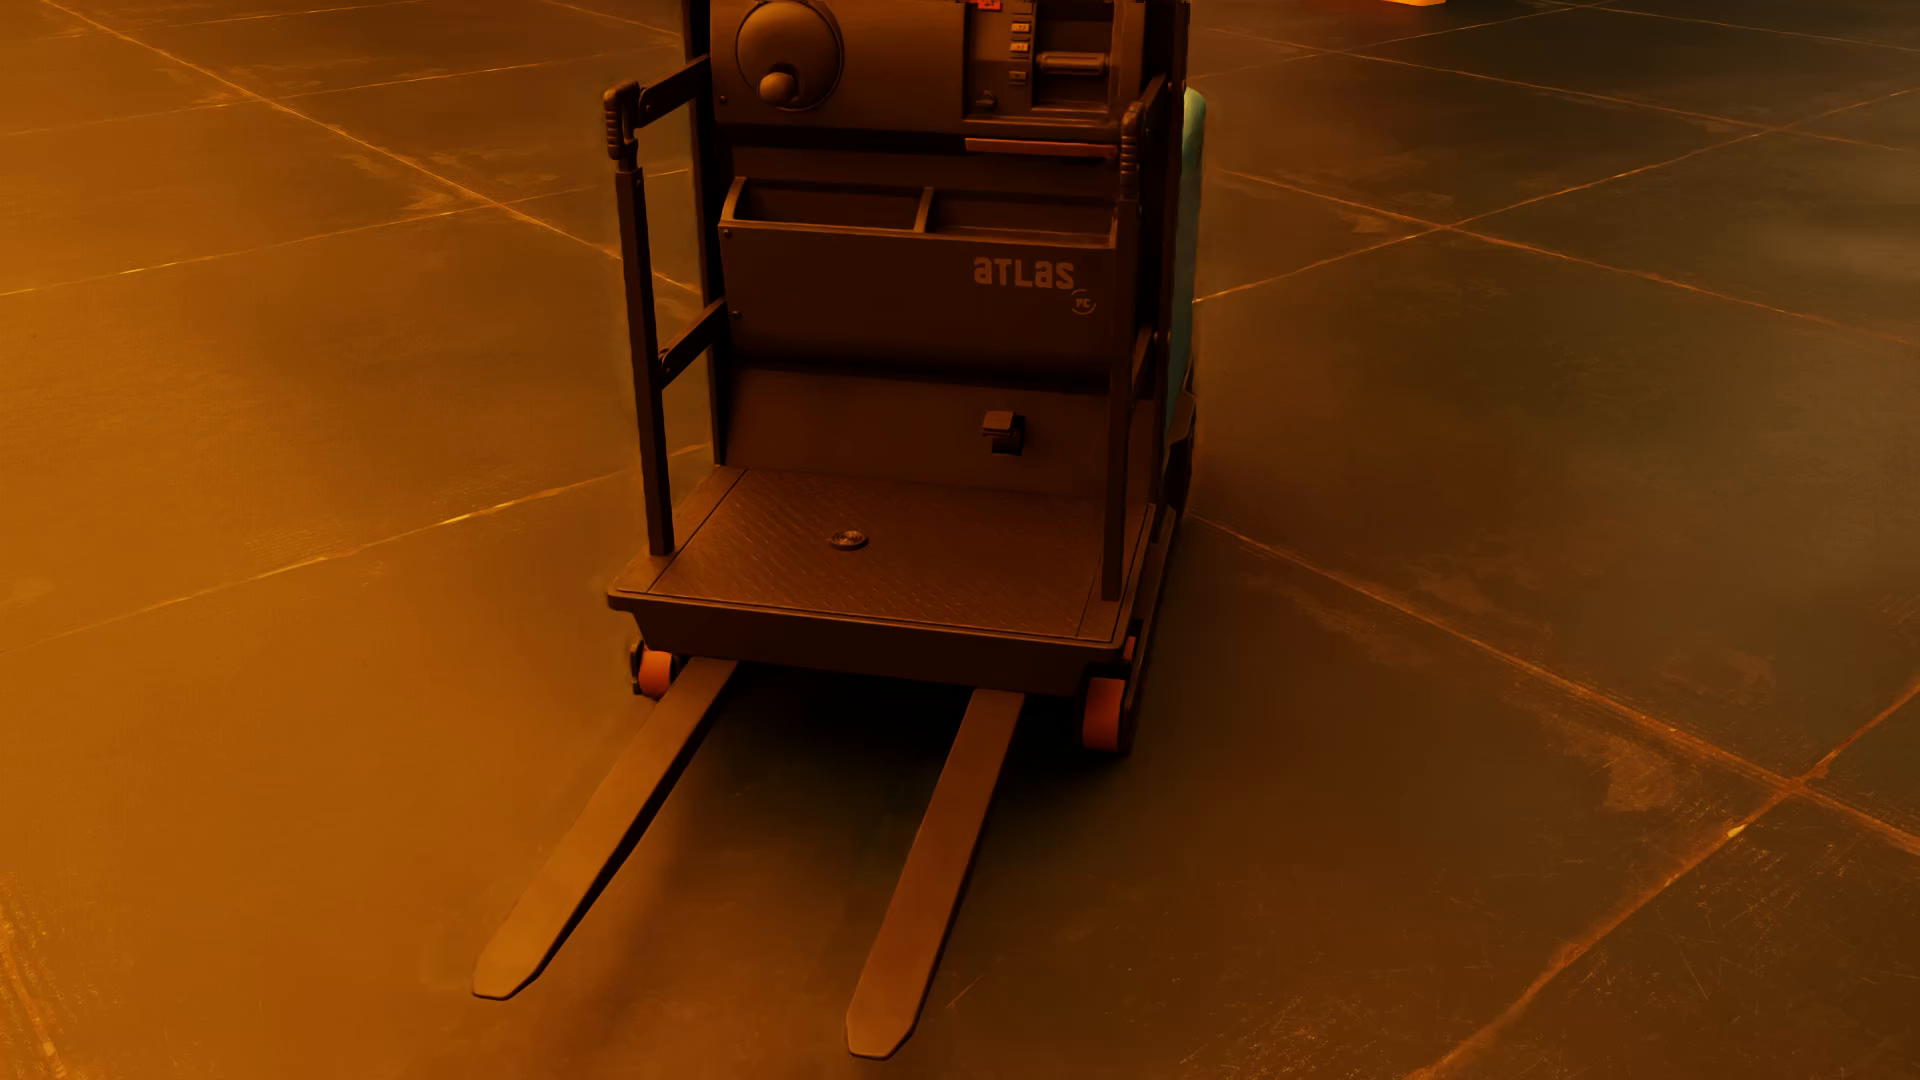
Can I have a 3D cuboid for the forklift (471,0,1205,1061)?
[{"bbox_3d":[-0.114,-1.036,3.291,1.130,2.935,3.031,5,27,11],"label":"forklift"}]
